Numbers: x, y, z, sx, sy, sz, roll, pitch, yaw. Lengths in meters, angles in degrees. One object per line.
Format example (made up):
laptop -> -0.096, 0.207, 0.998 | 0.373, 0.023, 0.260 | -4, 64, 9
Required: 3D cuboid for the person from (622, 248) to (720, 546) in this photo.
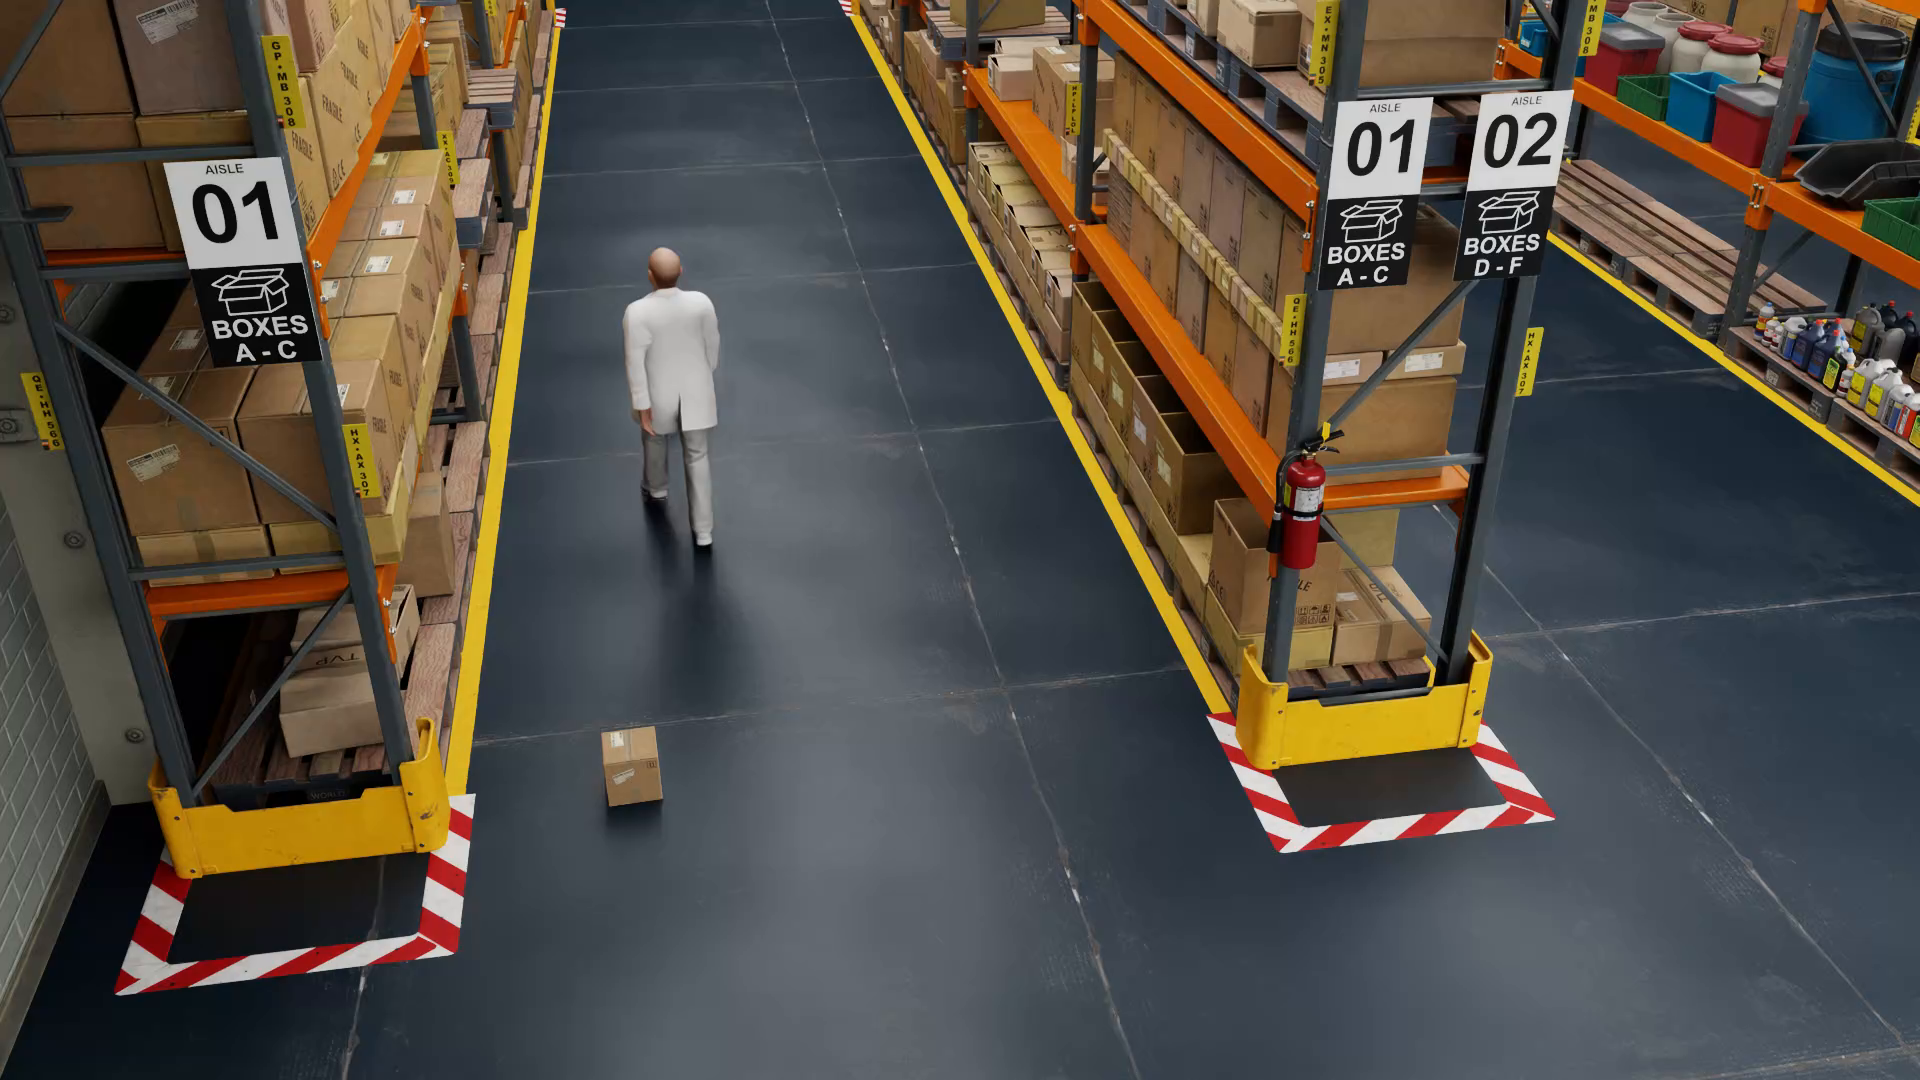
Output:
person -> -1.676, -0.929, 9.717 | 0.571, 1.732, 1.025 | -9, 31, -15
